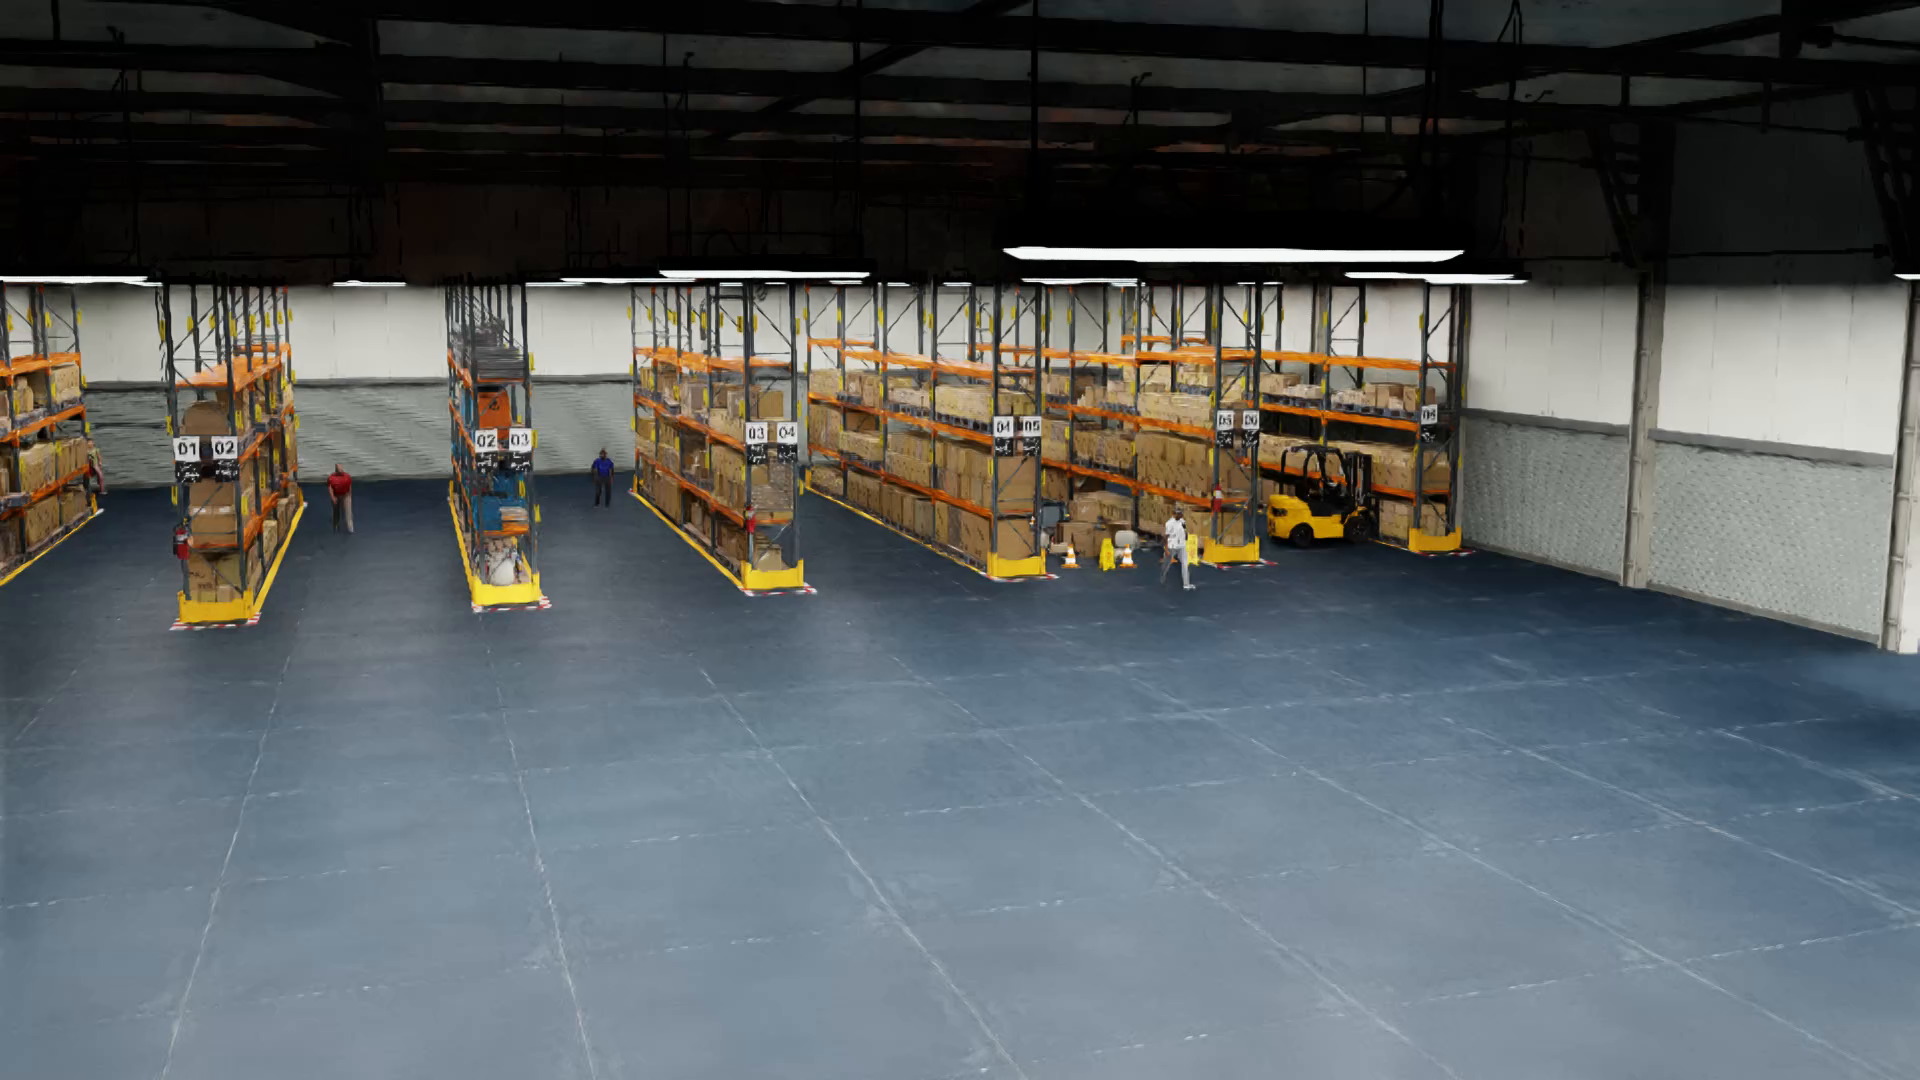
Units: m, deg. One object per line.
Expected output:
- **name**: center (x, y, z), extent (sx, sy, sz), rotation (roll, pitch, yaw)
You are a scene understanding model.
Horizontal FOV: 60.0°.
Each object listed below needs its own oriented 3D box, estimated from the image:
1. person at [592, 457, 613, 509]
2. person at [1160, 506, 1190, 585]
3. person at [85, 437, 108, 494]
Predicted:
- **person**: center (-9.317, -1.497, 43.395), extent (0.552, 1.402, 0.462), rotation (-3, 9, -20)
- **person**: center (4.121, 0.078, 32.025), extent (0.447, 1.539, 0.918), rotation (-2, 9, -16)
- **person**: center (-24.260, -2.083, 46.459), extent (0.620, 1.601, 0.817), rotation (-6, 11, -35)
